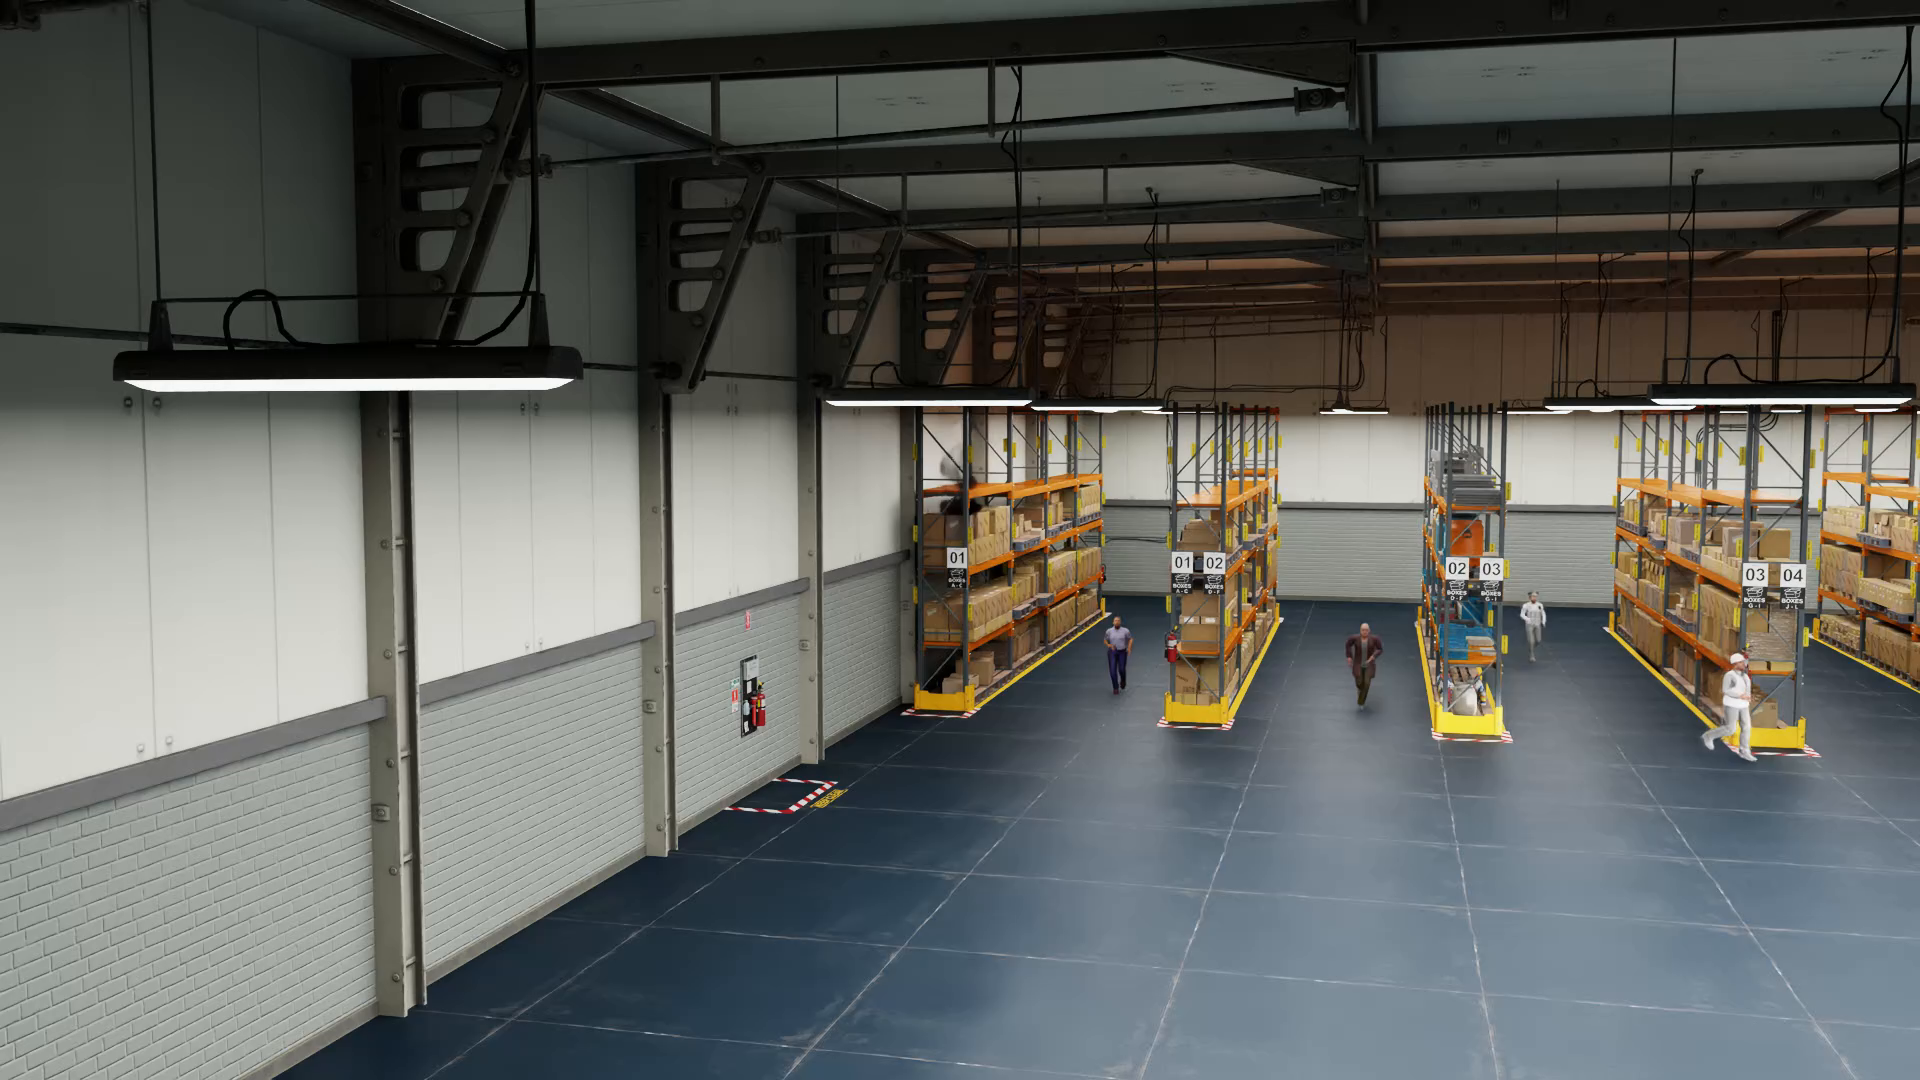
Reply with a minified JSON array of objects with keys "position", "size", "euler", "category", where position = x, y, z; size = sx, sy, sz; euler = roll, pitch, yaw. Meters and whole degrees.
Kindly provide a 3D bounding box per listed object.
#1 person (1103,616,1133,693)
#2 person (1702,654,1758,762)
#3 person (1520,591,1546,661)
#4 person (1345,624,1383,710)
[{"position":[3.263,2.383,34.411],"size":[0.600,1.608,0.530],"euler":[1,4,8],"category":"person"},{"position":[13.003,2.785,27.945],"size":[0.669,1.776,0.913],"euler":[-2,5,-30],"category":"person"},{"position":[13.494,2.016,39.121],"size":[0.612,1.658,0.548],"euler":[0,4,6],"category":"person"},{"position":[7.936,2.475,32.695],"size":[0.701,1.711,0.794],"euler":[1,4,10],"category":"person"}]
